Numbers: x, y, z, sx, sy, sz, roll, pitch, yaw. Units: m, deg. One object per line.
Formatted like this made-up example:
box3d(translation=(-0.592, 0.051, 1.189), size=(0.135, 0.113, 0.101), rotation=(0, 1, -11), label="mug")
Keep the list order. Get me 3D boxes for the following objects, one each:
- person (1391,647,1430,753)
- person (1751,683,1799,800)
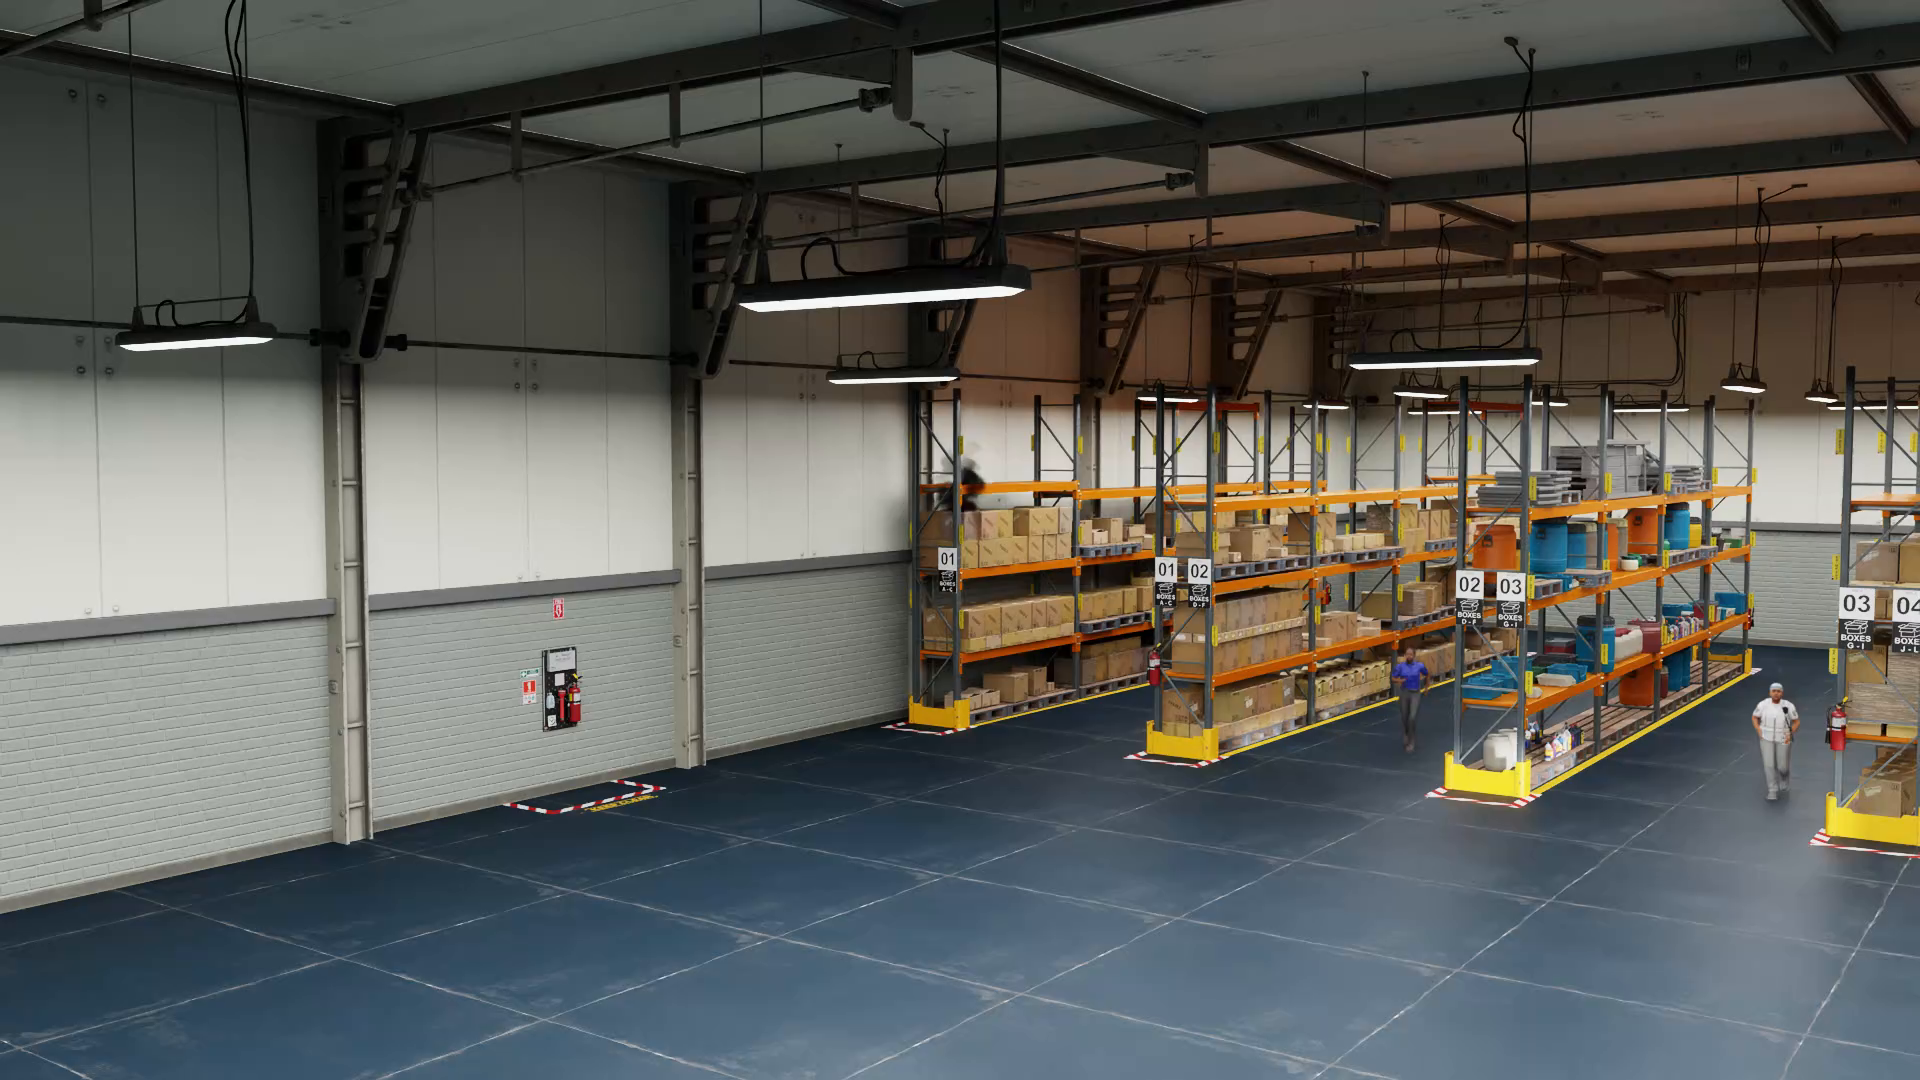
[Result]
box3d(translation=(7.394, 2.599, 27.344), size=(0.595, 1.685, 0.870), rotation=(1, 4, 23), label="person")
box3d(translation=(11.579, 2.840, 23.636), size=(0.614, 1.638, 0.598), rotation=(2, 4, 30), label="person")
